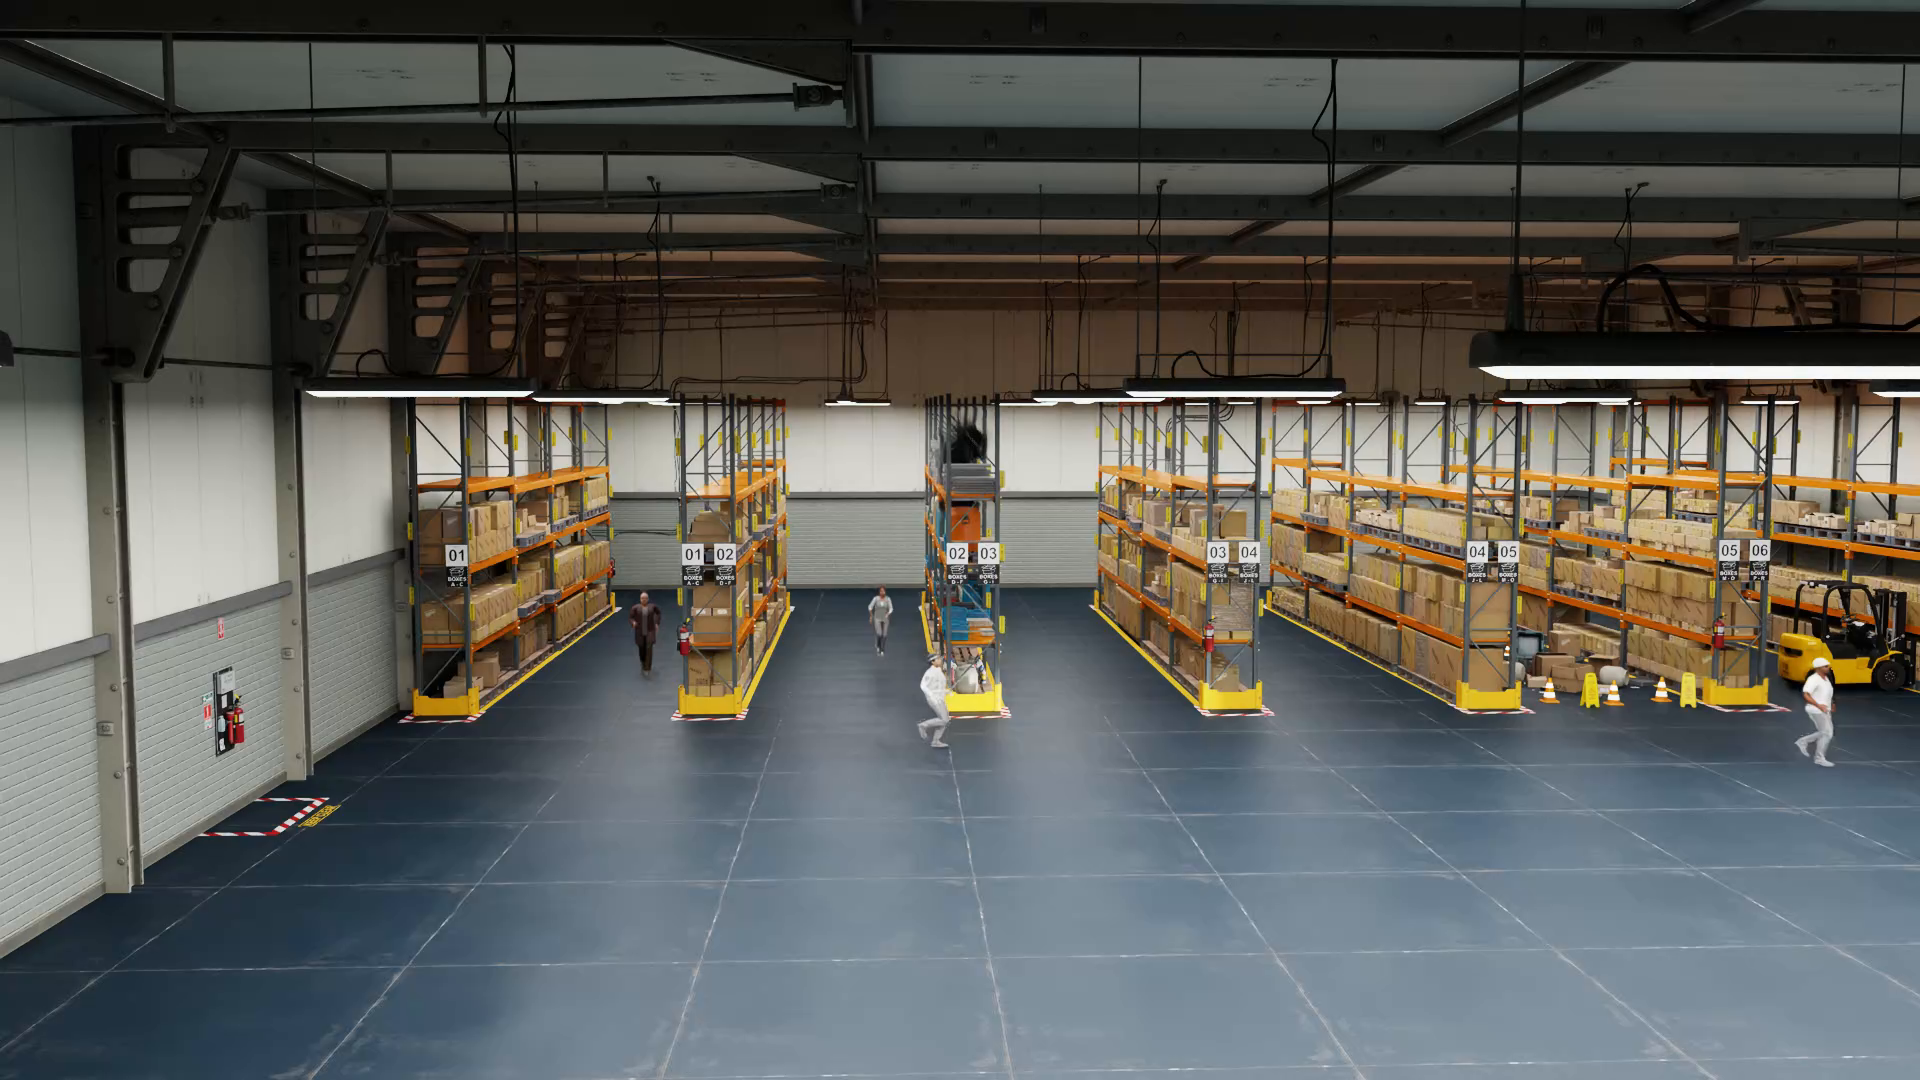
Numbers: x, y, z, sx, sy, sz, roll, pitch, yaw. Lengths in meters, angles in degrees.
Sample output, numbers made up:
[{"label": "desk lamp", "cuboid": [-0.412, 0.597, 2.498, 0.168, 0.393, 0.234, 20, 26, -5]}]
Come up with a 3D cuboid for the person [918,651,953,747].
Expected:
[{"label": "person", "cuboid": [-0.407, 2.685, 28.119, 0.543, 1.643, 0.629, 2, 5, 21]}]

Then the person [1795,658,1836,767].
[{"label": "person", "cuboid": [13.751, 2.747, 26.731, 0.633, 1.734, 0.708, 4, 6, 45]}]

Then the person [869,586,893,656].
[{"label": "person", "cuboid": [-1.722, 1.783, 36.434, 0.515, 1.565, 0.629, -1, 5, -11]}]

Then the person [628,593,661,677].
[{"label": "person", "cuboid": [-6.779, 2.011, 35.803, 0.690, 1.756, 1.042, -1, 5, -7]}]
